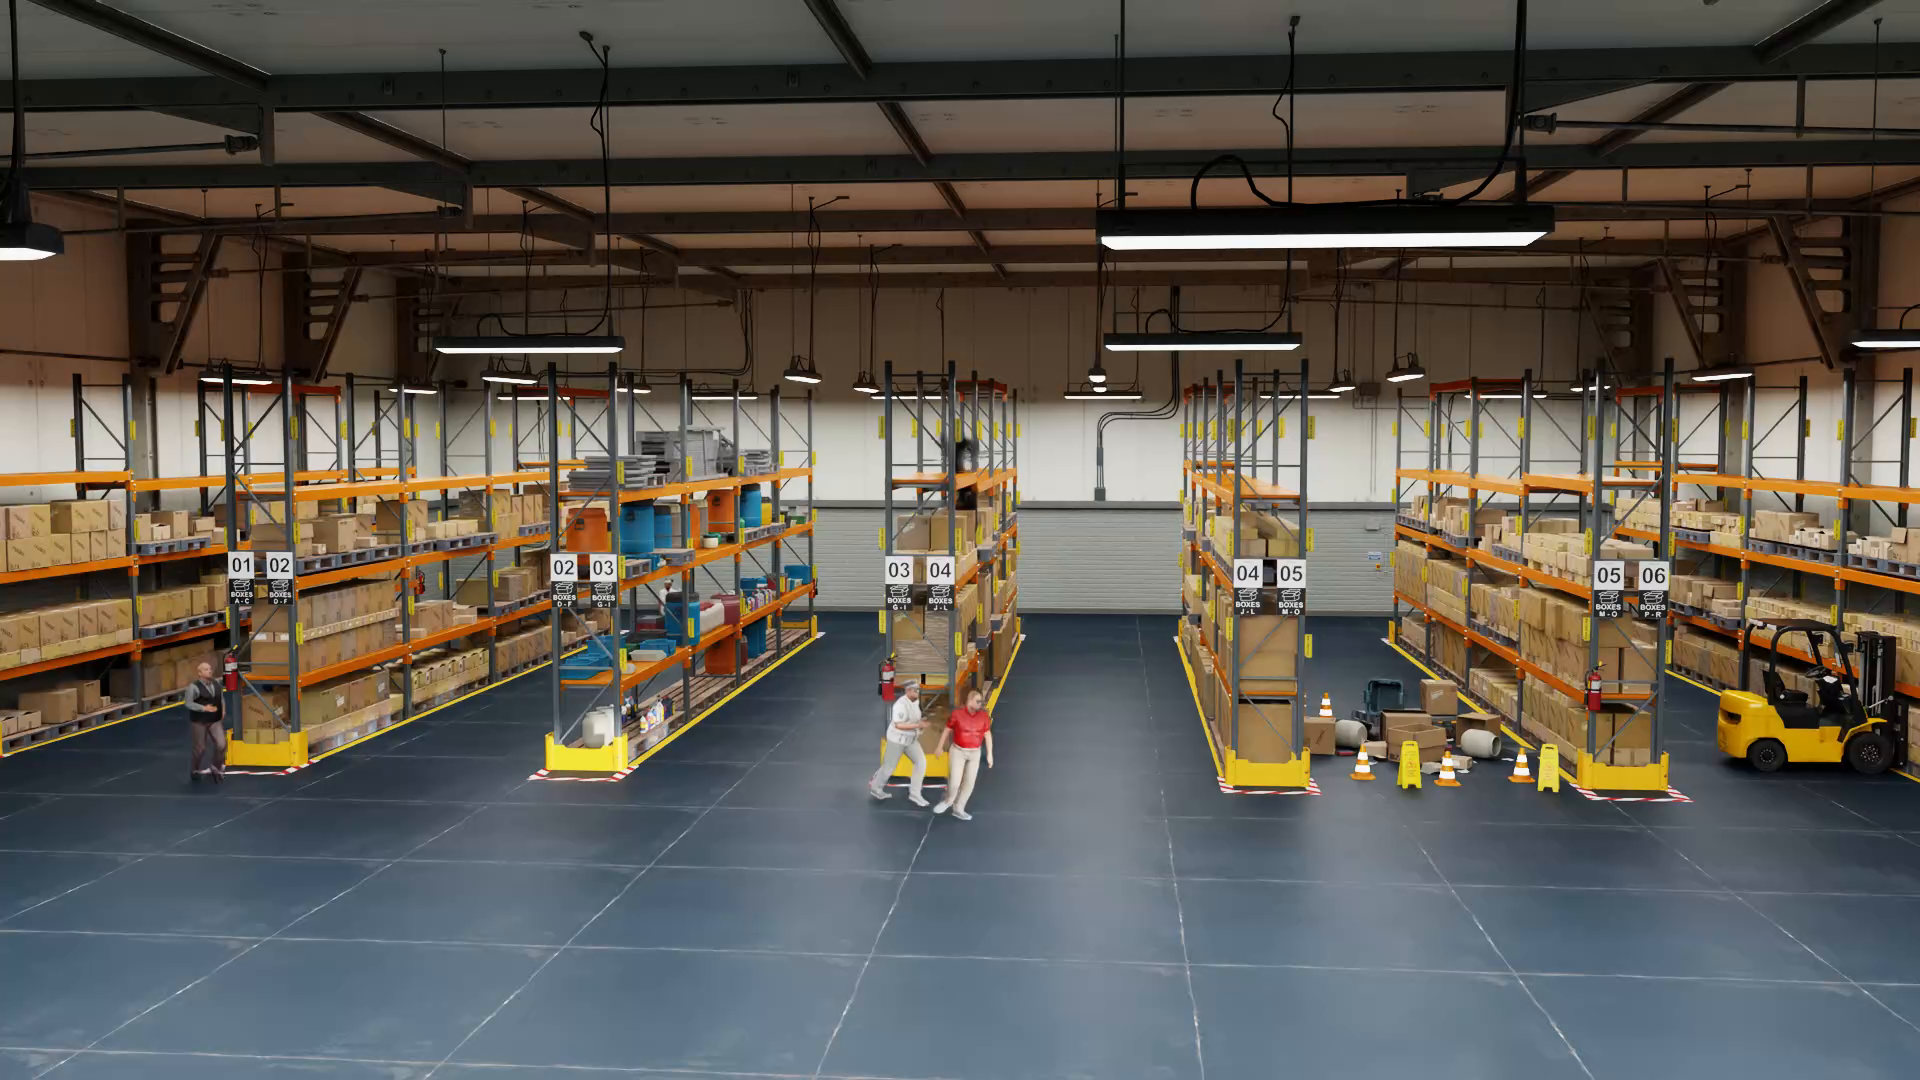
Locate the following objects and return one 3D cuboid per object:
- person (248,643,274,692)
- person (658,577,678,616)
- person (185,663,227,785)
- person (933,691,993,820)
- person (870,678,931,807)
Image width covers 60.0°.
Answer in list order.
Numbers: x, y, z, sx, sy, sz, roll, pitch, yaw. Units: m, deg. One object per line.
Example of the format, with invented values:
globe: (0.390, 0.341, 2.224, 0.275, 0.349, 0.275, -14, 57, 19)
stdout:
person: (-12.148, 2.252, 29.194, 0.555, 1.695, 0.855, 0, 4, 3)
person: (-6.578, 1.700, 37.564, 0.558, 1.726, 0.711, 0, 4, 2)
person: (-10.632, 2.658, 23.499, 0.738, 1.702, 0.659, 3, 5, 40)
person: (0.039, 2.760, 21.392, 0.702, 1.692, 0.565, -1, 4, -20)
person: (-0.753, 2.689, 22.188, 0.985, 1.753, 0.668, 3, 5, 38)
